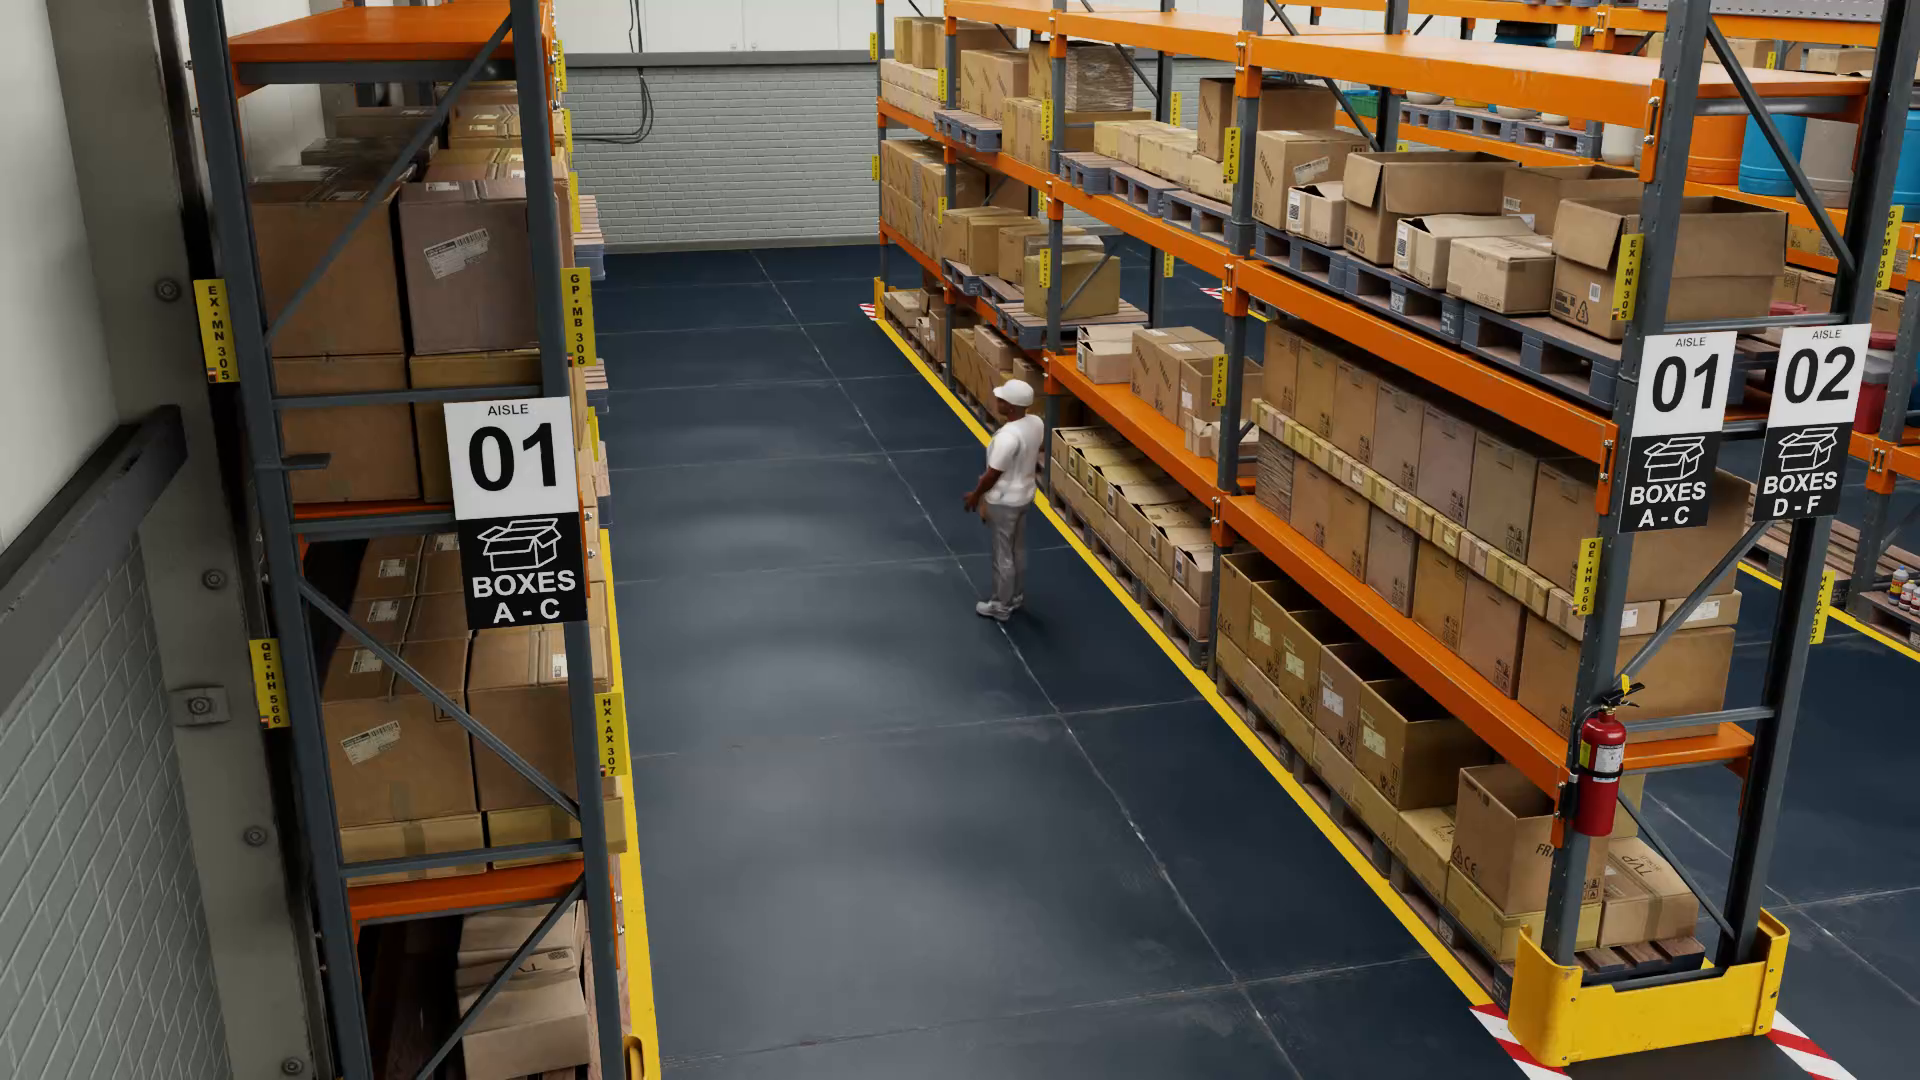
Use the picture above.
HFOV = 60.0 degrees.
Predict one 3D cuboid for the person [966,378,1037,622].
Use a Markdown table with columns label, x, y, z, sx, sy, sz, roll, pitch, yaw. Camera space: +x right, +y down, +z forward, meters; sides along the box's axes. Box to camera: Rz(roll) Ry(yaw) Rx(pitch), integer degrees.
| label | x | y | z | sx | sy | sz | roll | pitch | yaw |
| --- | --- | --- | --- | --- | --- | --- | --- | --- | --- |
| person | 0.300 | -0.305 | 11.846 | 0.468 | 1.772 | 0.599 | 4 | 20 | 11 |
